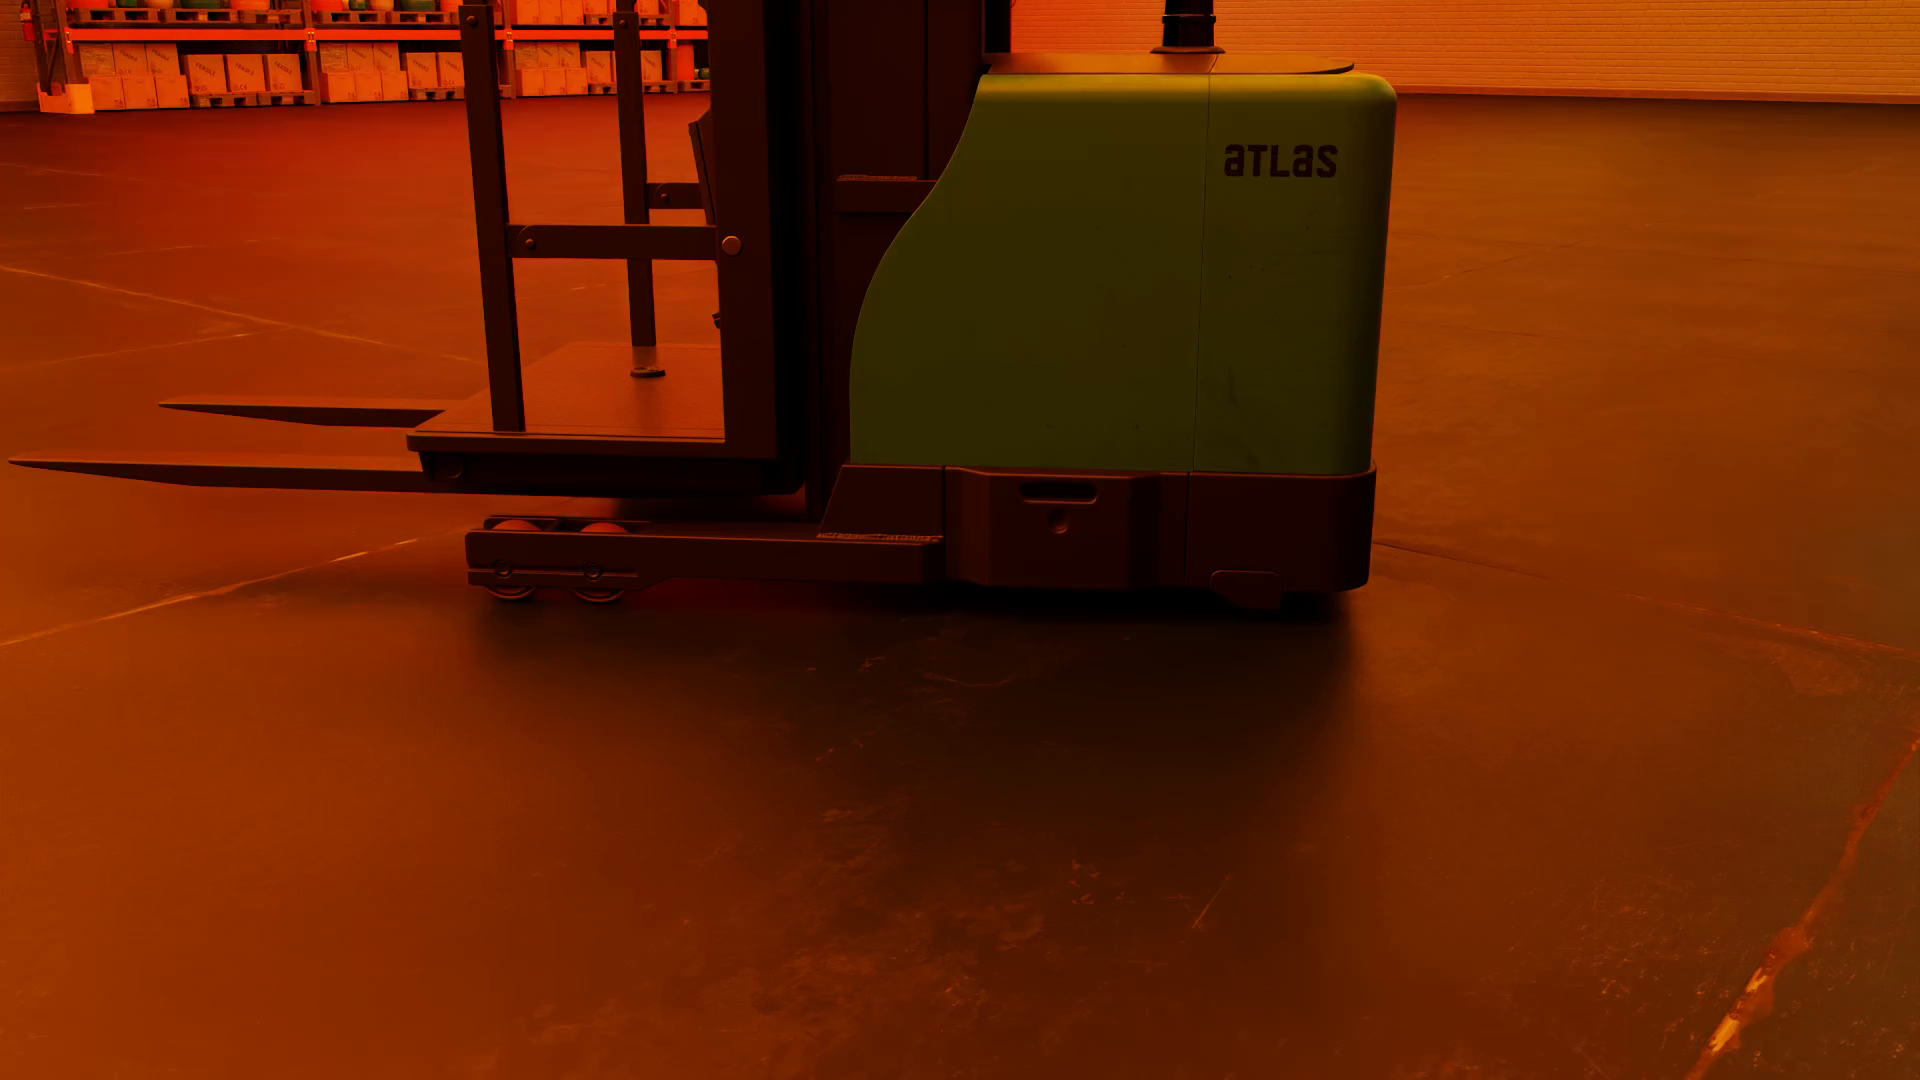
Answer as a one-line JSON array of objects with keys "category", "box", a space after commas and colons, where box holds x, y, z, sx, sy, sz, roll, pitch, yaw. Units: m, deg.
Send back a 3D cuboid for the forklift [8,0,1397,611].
[{"category": "forklift", "box": [-0.621, -1.421, 3.577, 3.031, 2.935, 1.130, 2, 17, 6]}]
